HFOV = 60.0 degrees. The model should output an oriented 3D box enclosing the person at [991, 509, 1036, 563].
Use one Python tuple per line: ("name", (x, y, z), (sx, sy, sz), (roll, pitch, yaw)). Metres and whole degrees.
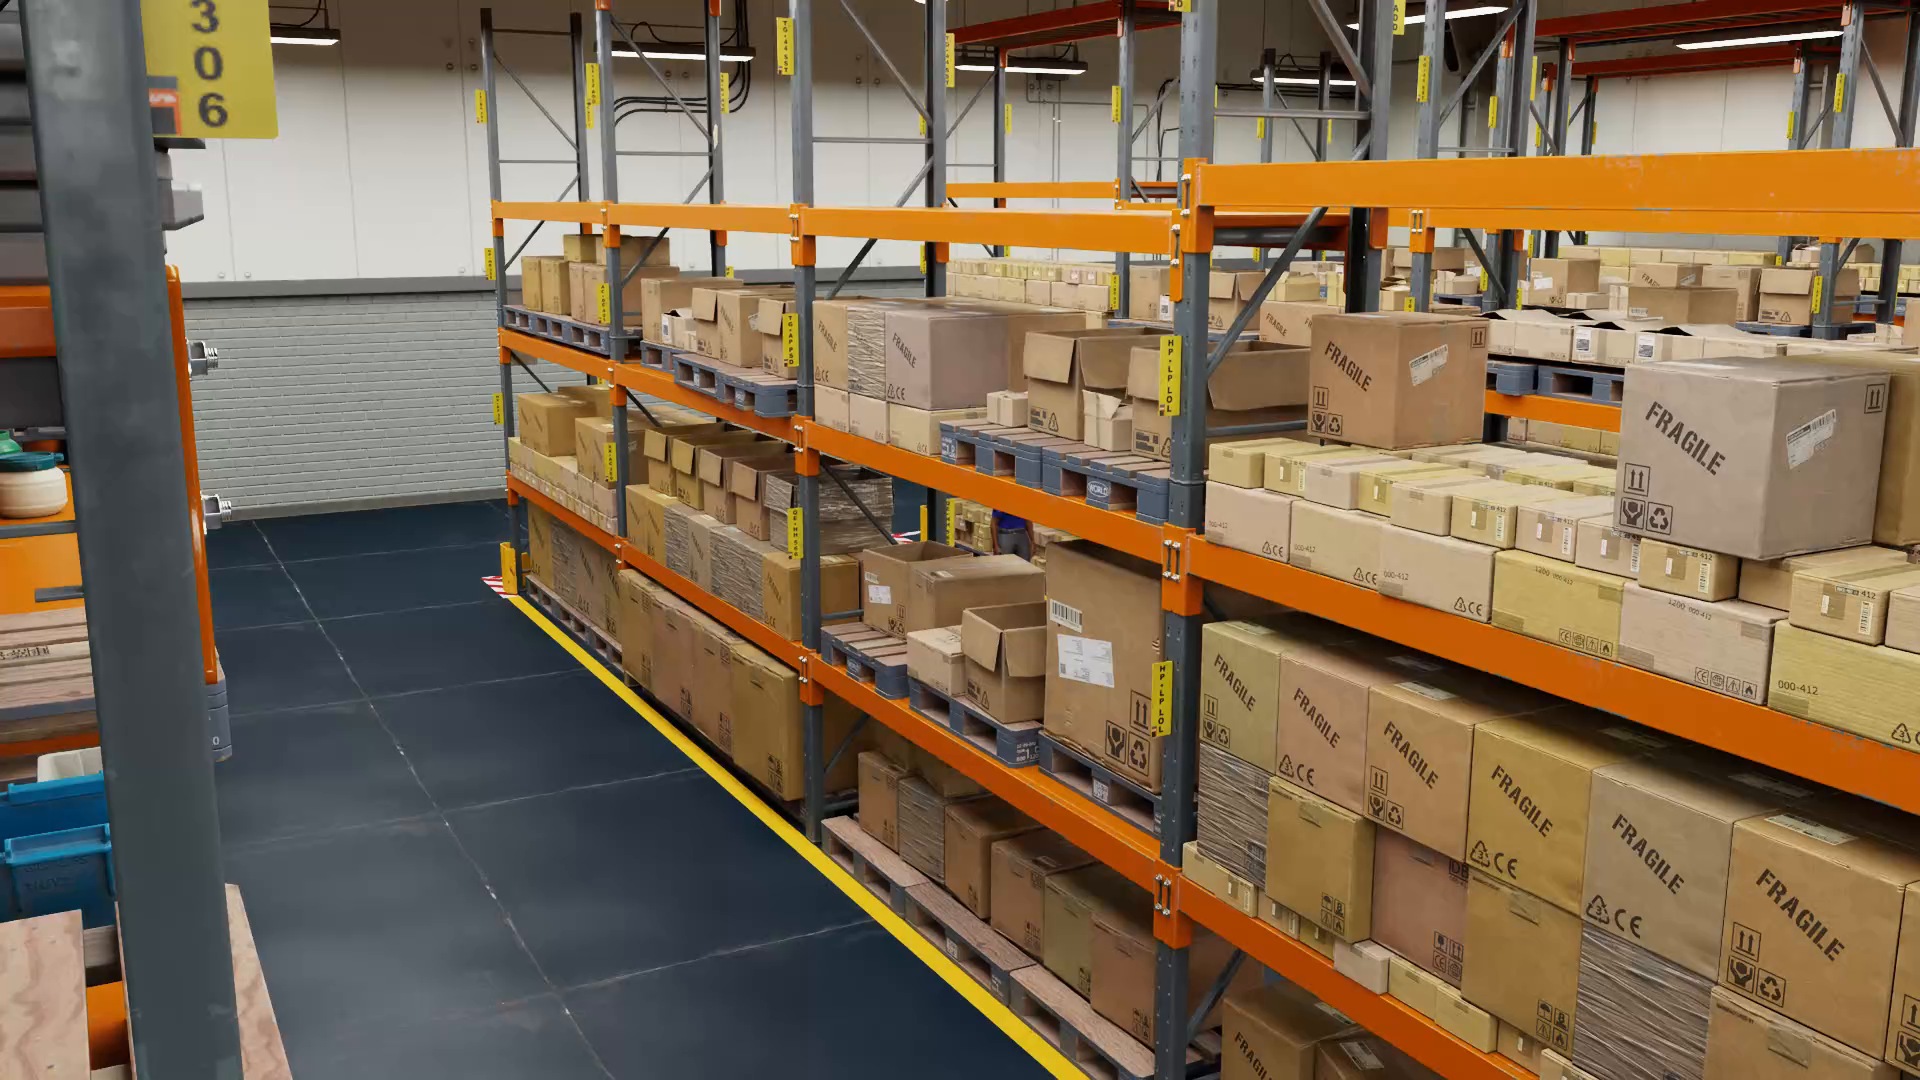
("person", (0.509, 0.052, 16.214), (0.533, 1.655, 0.347), (-8, 14, -33))
